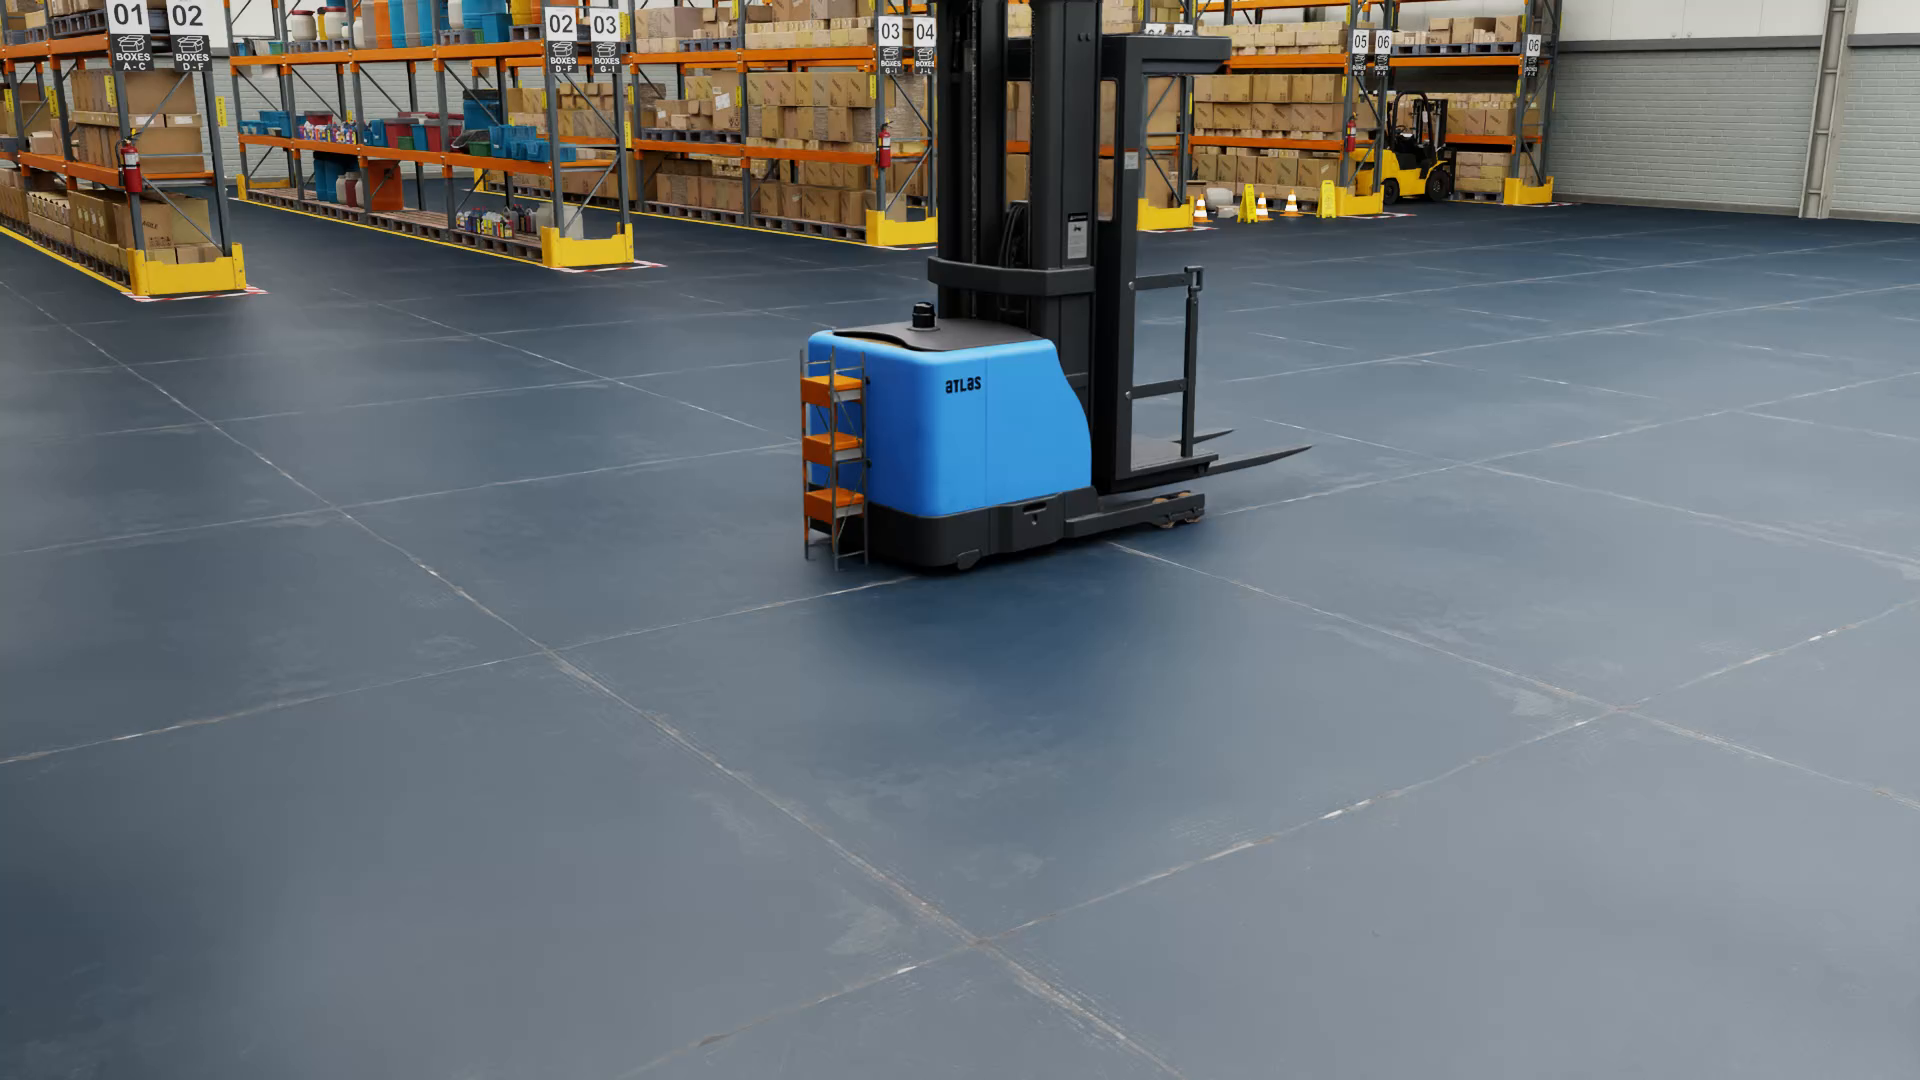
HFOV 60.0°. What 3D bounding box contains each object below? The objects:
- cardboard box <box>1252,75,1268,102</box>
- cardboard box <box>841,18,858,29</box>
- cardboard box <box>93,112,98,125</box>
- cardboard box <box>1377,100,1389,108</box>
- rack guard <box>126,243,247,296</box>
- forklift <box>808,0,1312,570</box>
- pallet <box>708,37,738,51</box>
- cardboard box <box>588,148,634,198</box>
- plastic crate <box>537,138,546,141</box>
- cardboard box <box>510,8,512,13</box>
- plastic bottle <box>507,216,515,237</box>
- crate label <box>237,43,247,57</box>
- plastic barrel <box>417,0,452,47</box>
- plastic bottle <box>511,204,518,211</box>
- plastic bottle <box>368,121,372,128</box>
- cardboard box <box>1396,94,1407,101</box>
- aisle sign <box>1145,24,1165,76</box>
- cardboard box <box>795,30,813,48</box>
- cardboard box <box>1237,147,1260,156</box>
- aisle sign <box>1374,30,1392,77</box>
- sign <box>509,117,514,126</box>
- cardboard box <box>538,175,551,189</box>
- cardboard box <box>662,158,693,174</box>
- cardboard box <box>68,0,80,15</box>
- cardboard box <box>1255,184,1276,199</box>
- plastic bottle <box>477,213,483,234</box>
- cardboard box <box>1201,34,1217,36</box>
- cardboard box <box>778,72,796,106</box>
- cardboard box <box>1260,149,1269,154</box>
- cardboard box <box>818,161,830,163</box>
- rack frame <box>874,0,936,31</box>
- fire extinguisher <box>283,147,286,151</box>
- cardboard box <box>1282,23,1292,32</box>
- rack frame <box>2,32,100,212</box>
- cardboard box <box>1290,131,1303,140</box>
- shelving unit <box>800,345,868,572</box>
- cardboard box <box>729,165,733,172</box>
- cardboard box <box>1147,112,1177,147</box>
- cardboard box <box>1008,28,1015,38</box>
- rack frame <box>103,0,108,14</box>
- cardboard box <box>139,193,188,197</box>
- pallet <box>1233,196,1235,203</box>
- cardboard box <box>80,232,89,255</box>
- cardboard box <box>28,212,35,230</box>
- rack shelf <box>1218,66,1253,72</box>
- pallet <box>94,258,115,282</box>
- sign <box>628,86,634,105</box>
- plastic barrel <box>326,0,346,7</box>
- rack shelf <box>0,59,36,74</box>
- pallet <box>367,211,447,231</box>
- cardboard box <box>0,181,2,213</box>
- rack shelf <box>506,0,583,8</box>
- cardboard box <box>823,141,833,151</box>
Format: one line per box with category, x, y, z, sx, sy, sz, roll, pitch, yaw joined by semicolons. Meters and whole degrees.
cardboard box;5.905;-8.449;31.116;0.700;0.500;0.500;-11;19;-35
cardboard box;-1.502;-7.524;24.231;0.380;0.149;0.250;-12;19;-37
cardboard box;-10.231;-5.092;20.080;0.380;0.149;0.250;-11;19;-35
cardboard box;9.026;-9.192;35.060;0.380;0.149;0.250;-10;18;-33
rack guard;-8.780;-3.084;18.896;1.175;0.500;0.348;-11;19;-35
forklift;0.687;-1.566;8.746;3.031;2.935;1.130;-12;19;-38
pallet;-3.407;-8.190;27.491;1.213;0.211;1.003;-11;19;-35
cardboard box;-6.389;-7.059;31.916;1.225;0.875;0.875;-11;19;-34
plastic crate;-6.267;-5.651;23.822;0.499;0.251;0.616;-11;19;-35
cardboard box;-9.007;-10.922;34.524;0.500;0.250;0.500;-12;19;-36
plastic bottle;-6.260;-4.363;23.148;0.061;0.283;0.133;-11;19;-35
crate label;-13.911;-9.607;32.594;0.408;0.251;0.502;-11;19;-35
plastic barrel;-7.611;-7.680;24.323;0.600;0.901;0.708;-11;19;-35
plastic bottle;-6.525;-4.758;24.464;0.144;0.351;0.185;-11;19;-36
plastic bottle;-10.388;-7.220;29.368;0.144;0.351;0.185;-11;19;-35
cardboard box;9.298;-9.219;34.597;0.380;0.149;0.250;-10;18;-33
aisle sign;3.092;-7.772;26.365;0.394;0.787;0.004;-11;19;-35
cardboard box;-2.158;-7.593;25.237;0.500;0.250;0.500;-11;19;-35
cardboard box;5.503;-7.404;31.710;0.380;0.149;0.250;-10;18;-31
aisle sign;7.525;-8.658;29.604;0.394;0.787;0.004;-11;19;-35
sign;-6.685;-6.133;24.778;0.100;0.325;0.005;-11;19;-35
cardboard box;-8.158;-7.725;34.347;0.875;0.875;0.875;-11;19;-35
cardboard box;-5.064;-6.769;30.108;0.500;0.250;0.500;-10;18;-32
cardboard box;-10.280;-6.544;19.865;0.797;0.503;0.637;-9;17;-28
cardboard box;5.934;-6.599;31.419;0.500;0.250;0.500;-12;19;-37
plastic bottle;-6.824;-4.500;23.647;0.061;0.283;0.133;-10;18;-32
cardboard box;4.923;-9.605;32.026;0.500;0.250;0.500;-11;19;-36
cardboard box;-2.483;-7.010;25.861;0.500;0.500;0.500;-11;19;-35
cardboard box;7.293;-8.633;38.137;0.875;0.625;0.625;-10;18;-33
cardboard box;-2.617;-7.969;34.529;0.500;0.250;0.500;-10;18;-33
rack frame;-0.779;-8.725;23.408;1.000;3.000;0.127;-11;19;-35
fire extinguisher;-13.914;-8.365;34.308;0.296;0.674;0.183;-11;19;-35
cardboard box;6.136;-9.394;30.501;0.380;0.149;0.250;-12;19;-36
rack frame;-13.498;-6.003;24.826;1.000;3.000;0.127;-11;19;-35
cardboard box;6.296;-7.440;30.554;0.380;0.149;0.250;-10;18;-34
shelving unit;-0.606;-0.393;8.023;0.215;1.050;0.252;-12;19;-38
cardboard box;-5.044;-8.485;37.938;0.380;0.149;0.250;-10;18;-32
cardboard box;3.038;-6.724;27.178;0.875;0.550;0.550;-11;19;-35
cardboard box;1.034;-8.825;28.945;0.380;0.149;0.250;-11;19;-34
rack frame;-8.794;-7.188;17.792;1.000;3.000;0.127;-11;19;-35
cardboard box;-9.809;-4.002;20.509;0.500;0.500;0.500;-11;19;-35
pallet;5.309;-6.741;32.805;1.003;0.211;1.213;-11;19;-35
cardboard box;-10.829;-3.771;21.086;0.500;0.250;0.500;-11;19;-35
cardboard box;-13.427;-4.722;24.558;0.500;0.250;0.500;-11;19;-35
rack shelf;5.370;-11.376;40.138;1.077;0.370;4.000;-11;19;-35
pallet;-9.991;-3.367;20.476;1.003;0.211;1.213;-11;19;-35
sign;-5.929;-8.011;29.971;0.100;0.325;0.005;-11;19;-35
plastic barrel;-10.713;-9.175;28.990;0.600;0.901;0.708;-11;19;-35
rack shelf;-17.026;-8.384;29.206;1.077;0.370;4.000;-11;19;-35
pallet;-9.065;-5.254;27.374;1.003;0.211;1.213;-11;19;-35
cardboard box;-15.762;-5.722;27.703;0.500;0.500;0.500;-12;19;-37
rack shelf;-9.010;-11.174;34.478;1.077;0.370;4.000;-11;19;-35
cardboard box;-1.861;-6.003;25.304;0.380;0.149;0.250;-11;19;-35
